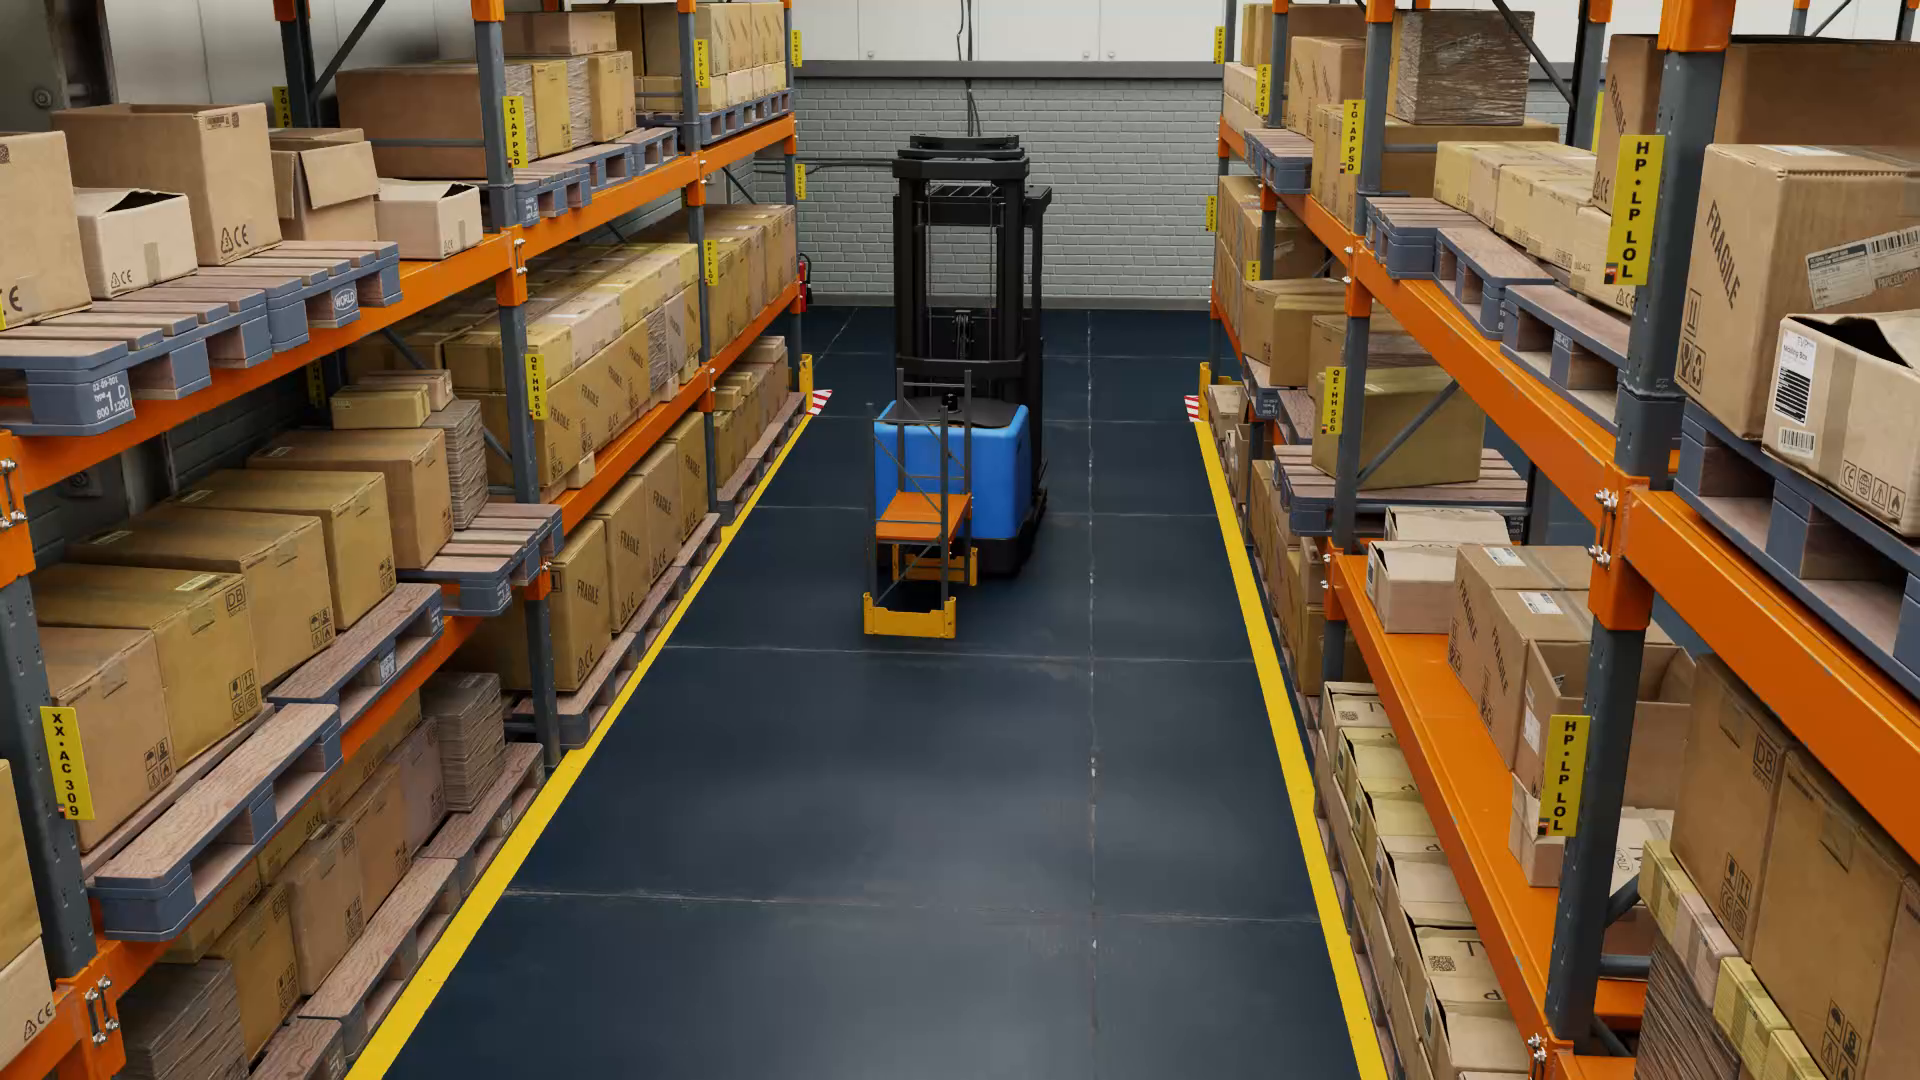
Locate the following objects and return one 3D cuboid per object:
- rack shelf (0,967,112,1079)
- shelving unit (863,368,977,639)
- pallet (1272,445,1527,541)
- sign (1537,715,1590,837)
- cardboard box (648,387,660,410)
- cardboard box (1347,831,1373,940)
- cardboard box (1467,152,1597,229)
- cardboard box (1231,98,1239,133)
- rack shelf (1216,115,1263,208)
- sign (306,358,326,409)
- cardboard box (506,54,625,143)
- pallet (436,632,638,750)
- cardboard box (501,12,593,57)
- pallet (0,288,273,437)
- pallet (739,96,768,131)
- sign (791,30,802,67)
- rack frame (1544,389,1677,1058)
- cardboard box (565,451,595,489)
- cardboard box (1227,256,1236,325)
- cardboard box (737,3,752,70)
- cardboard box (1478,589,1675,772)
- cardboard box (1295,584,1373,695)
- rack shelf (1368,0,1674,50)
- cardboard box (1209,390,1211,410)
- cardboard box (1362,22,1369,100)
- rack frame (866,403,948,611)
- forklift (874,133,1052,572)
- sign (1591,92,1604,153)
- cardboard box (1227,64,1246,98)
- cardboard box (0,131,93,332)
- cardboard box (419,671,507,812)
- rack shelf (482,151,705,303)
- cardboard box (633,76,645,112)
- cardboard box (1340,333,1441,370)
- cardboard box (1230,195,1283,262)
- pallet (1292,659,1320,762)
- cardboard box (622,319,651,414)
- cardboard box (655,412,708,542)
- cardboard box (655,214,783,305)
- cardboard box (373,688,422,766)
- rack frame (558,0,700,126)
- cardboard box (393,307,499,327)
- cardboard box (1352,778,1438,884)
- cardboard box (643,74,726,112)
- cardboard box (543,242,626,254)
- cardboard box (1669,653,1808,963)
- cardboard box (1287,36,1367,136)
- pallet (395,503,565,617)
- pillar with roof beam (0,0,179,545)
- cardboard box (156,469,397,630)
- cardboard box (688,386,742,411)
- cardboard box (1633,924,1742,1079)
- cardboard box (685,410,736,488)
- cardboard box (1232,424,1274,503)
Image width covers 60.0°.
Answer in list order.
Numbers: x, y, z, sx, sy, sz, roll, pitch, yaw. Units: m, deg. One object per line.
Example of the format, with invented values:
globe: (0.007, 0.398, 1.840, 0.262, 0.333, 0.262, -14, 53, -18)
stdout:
rack shelf: (-3.053, 1.958, 2.786, 1.077, 0.370, 4.000, 1, 18, 4)
shelving unit: (-0.247, -0.268, 10.832, 0.587, 1.500, 1.083, 3, 18, 8)
pallet: (2.297, -0.259, 8.704, 1.213, 0.211, 1.003, 1, 18, 4)
sign: (1.489, 0.582, 4.096, 0.100, 0.325, 0.005, 1, 18, 4)
cardboard box: (-2.180, -0.953, 10.884, 0.380, 0.149, 0.250, 1, 18, 4)
cardboard box: (1.921, 1.443, 6.944, 0.500, 0.250, 0.500, 1, 18, 2)
cardboard box: (2.322, -1.386, 6.586, 0.500, 0.250, 0.500, 2, 18, 5)
cardboard box: (2.518, -3.513, 13.750, 0.500, 0.250, 0.500, 1, 18, 4)
rack shelf: (2.748, -3.085, 13.359, 1.077, 0.370, 4.000, 1, 18, 4)
sign: (-3.177, -0.809, 8.216, 0.100, 0.325, 0.005, 1, 18, 4)
cardboard box: (-2.484, -2.727, 10.243, 0.700, 0.500, 0.500, 1, 18, 3)
pallet: (-2.491, 0.834, 9.538, 1.003, 0.211, 1.213, 1, 18, 4)
cardboard box: (-2.555, -3.086, 10.135, 0.500, 0.250, 0.500, 1, 18, 2)
pallet: (-2.759, -0.531, 4.710, 1.213, 0.211, 1.003, 1, 18, 4)
pallet: (-2.177, -3.505, 13.627, 1.003, 0.211, 1.213, 1, 18, 4)
sign: (-1.509, -4.524, 15.301, 0.100, 0.325, 0.005, 1, 18, 4)
rack frame: (2.031, 1.104, 4.236, 1.000, 3.000, 0.127, 1, 18, 4)
cardboard box: (-2.238, -0.393, 9.178, 0.380, 0.149, 0.250, 2, 18, 6)
cardboard box: (2.489, -2.067, 13.753, 0.500, 0.500, 0.500, 2, 18, 5)
cardboard box: (-1.945, -3.976, 13.124, 0.500, 0.500, 0.500, 1, 18, 4)
cardboard box: (2.176, 0.499, 5.921, 0.500, 0.500, 0.500, 1, 18, 4)
cardboard box: (2.151, 0.545, 9.251, 0.500, 0.500, 0.500, 2, 18, 6)
rack shelf: (2.175, -1.836, 5.372, 1.077, 0.370, 4.000, 1, 18, 4)
cardboard box: (2.501, -1.285, 15.372, 0.380, 0.166, 0.250, 1, 18, 4)
cardboard box: (2.429, -2.538, 8.769, 0.500, 0.500, 0.500, 1, 18, 4)
rack frame: (-0.322, -0.108, 10.345, 0.500, 1.500, 0.032, 3, 18, 8)
forklift: (0.094, -1.587, 12.558, 1.130, 2.935, 3.031, 3, 18, 8)
sign: (2.871, -1.832, 7.422, 0.100, 0.325, 0.005, 1, 18, 4)
cardboard box: (2.552, -3.906, 14.146, 0.500, 0.250, 0.500, 1, 18, 4)
cardboard box: (-2.791, -0.846, 4.535, 0.500, 0.500, 0.500, 4, 19, 12)
cardboard box: (-2.623, 0.956, 7.996, 0.700, 0.500, 0.500, 2, 18, 5)
rack shelf: (-2.480, -1.952, 9.902, 1.077, 0.370, 4.000, 1, 18, 4)
cardboard box: (-2.521, -3.309, 12.293, 0.500, 0.250, 0.500, 1, 18, 4)
cardboard box: (2.507, -0.863, 9.405, 0.700, 0.500, 0.500, 5, 19, 14)
cardboard box: (2.491, -2.538, 13.585, 0.500, 0.500, 0.500, 1, 18, 3)
pallet: (2.409, 0.956, 9.167, 1.003, 0.211, 1.213, 1, 18, 4)
cardboard box: (-2.220, -1.070, 10.199, 0.500, 0.500, 0.500, 2, 18, 5)
cardboard box: (-2.253, -0.463, 11.797, 0.750, 0.750, 0.750, 1, 18, 5)
cardboard box: (-2.117, -2.490, 14.723, 0.980, 0.700, 0.700, 1, 18, 3)
cardboard box: (-2.726, 0.775, 7.343, 0.500, 0.250, 0.500, 2, 18, 5)
rack frame: (-2.336, -4.341, 11.219, 1.000, 3.000, 0.127, 1, 18, 4)
cardboard box: (-2.809, -1.110, 9.118, 0.500, 0.250, 0.500, 1, 18, 2)
cardboard box: (1.920, 1.180, 6.845, 0.500, 0.311, 0.500, 1, 18, 2)
cardboard box: (-2.024, -3.300, 12.265, 0.500, 0.250, 0.500, 1, 18, 4)
cardboard box: (-2.629, -1.908, 11.553, 0.500, 0.250, 0.500, 2, 18, 6)
cardboard box: (2.006, 0.578, 3.597, 0.700, 0.500, 0.500, 1, 18, 4)
cardboard box: (2.495, -2.946, 10.783, 0.600, 0.600, 0.600, 0, 18, -1)
pallet: (-2.568, 0.067, 7.708, 1.213, 0.211, 1.003, 1, 18, 4)
pillar with roof beam: (0.715, -2.618, 5.961, 9.100, 9.000, 0.400, 1, 18, 4)
cardboard box: (-2.714, 0.030, 6.649, 0.700, 0.500, 0.500, 1, 18, 4)
cardboard box: (-1.974, -1.142, 13.390, 0.380, 0.149, 0.250, 2, 18, 6)
cardboard box: (2.006, 1.195, 3.799, 0.700, 0.500, 0.500, 1, 18, 2)
cardboard box: (-2.181, -0.732, 13.178, 0.700, 0.500, 0.500, 2, 18, 5)
cardboard box: (2.363, -0.585, 12.699, 0.500, 0.500, 0.500, 1, 18, 4)
